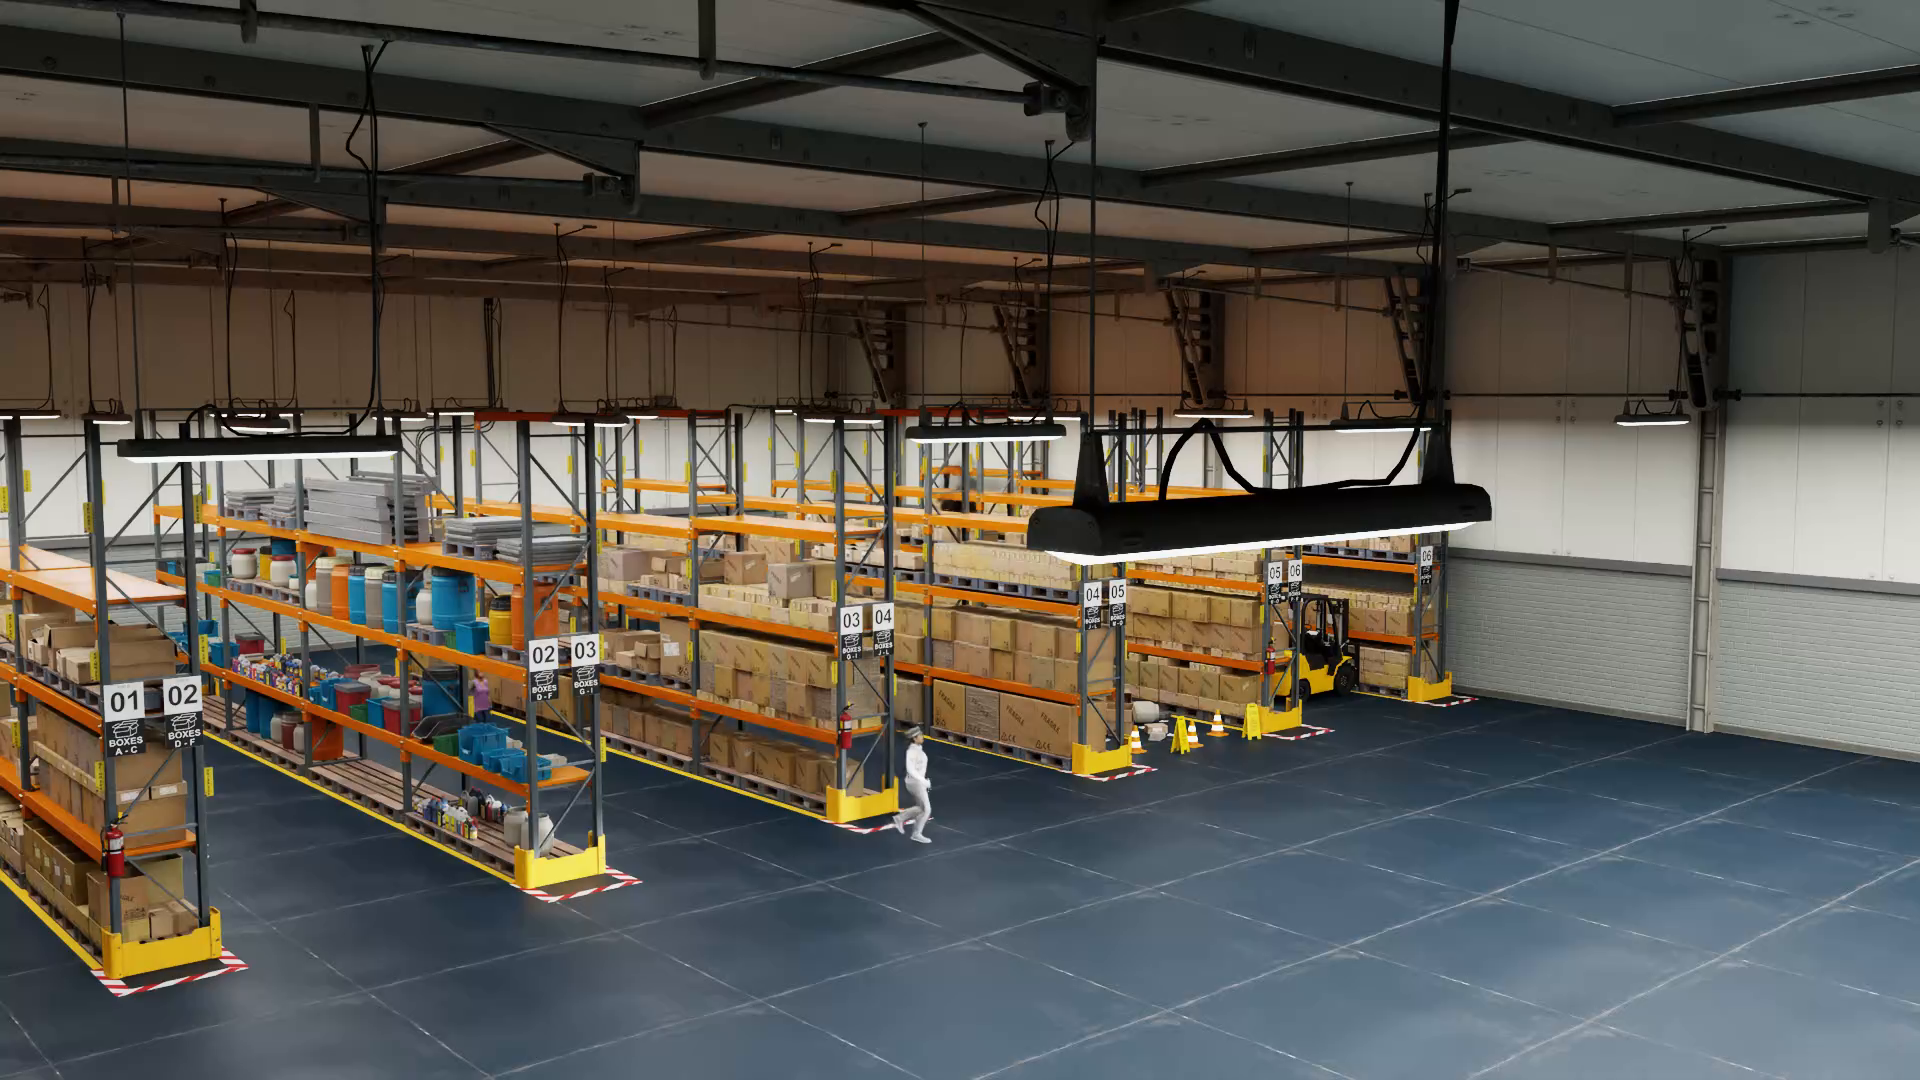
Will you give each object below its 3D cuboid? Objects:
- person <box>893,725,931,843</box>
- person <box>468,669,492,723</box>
[{"bbox_3d":[-0.665,3.451,23.567,0.533,1.665,0.656,0,5,2],"label":"person"},{"bbox_3d":[-8.467,2.987,29.280,0.556,1.552,0.549,4,6,35],"label":"person"}]
